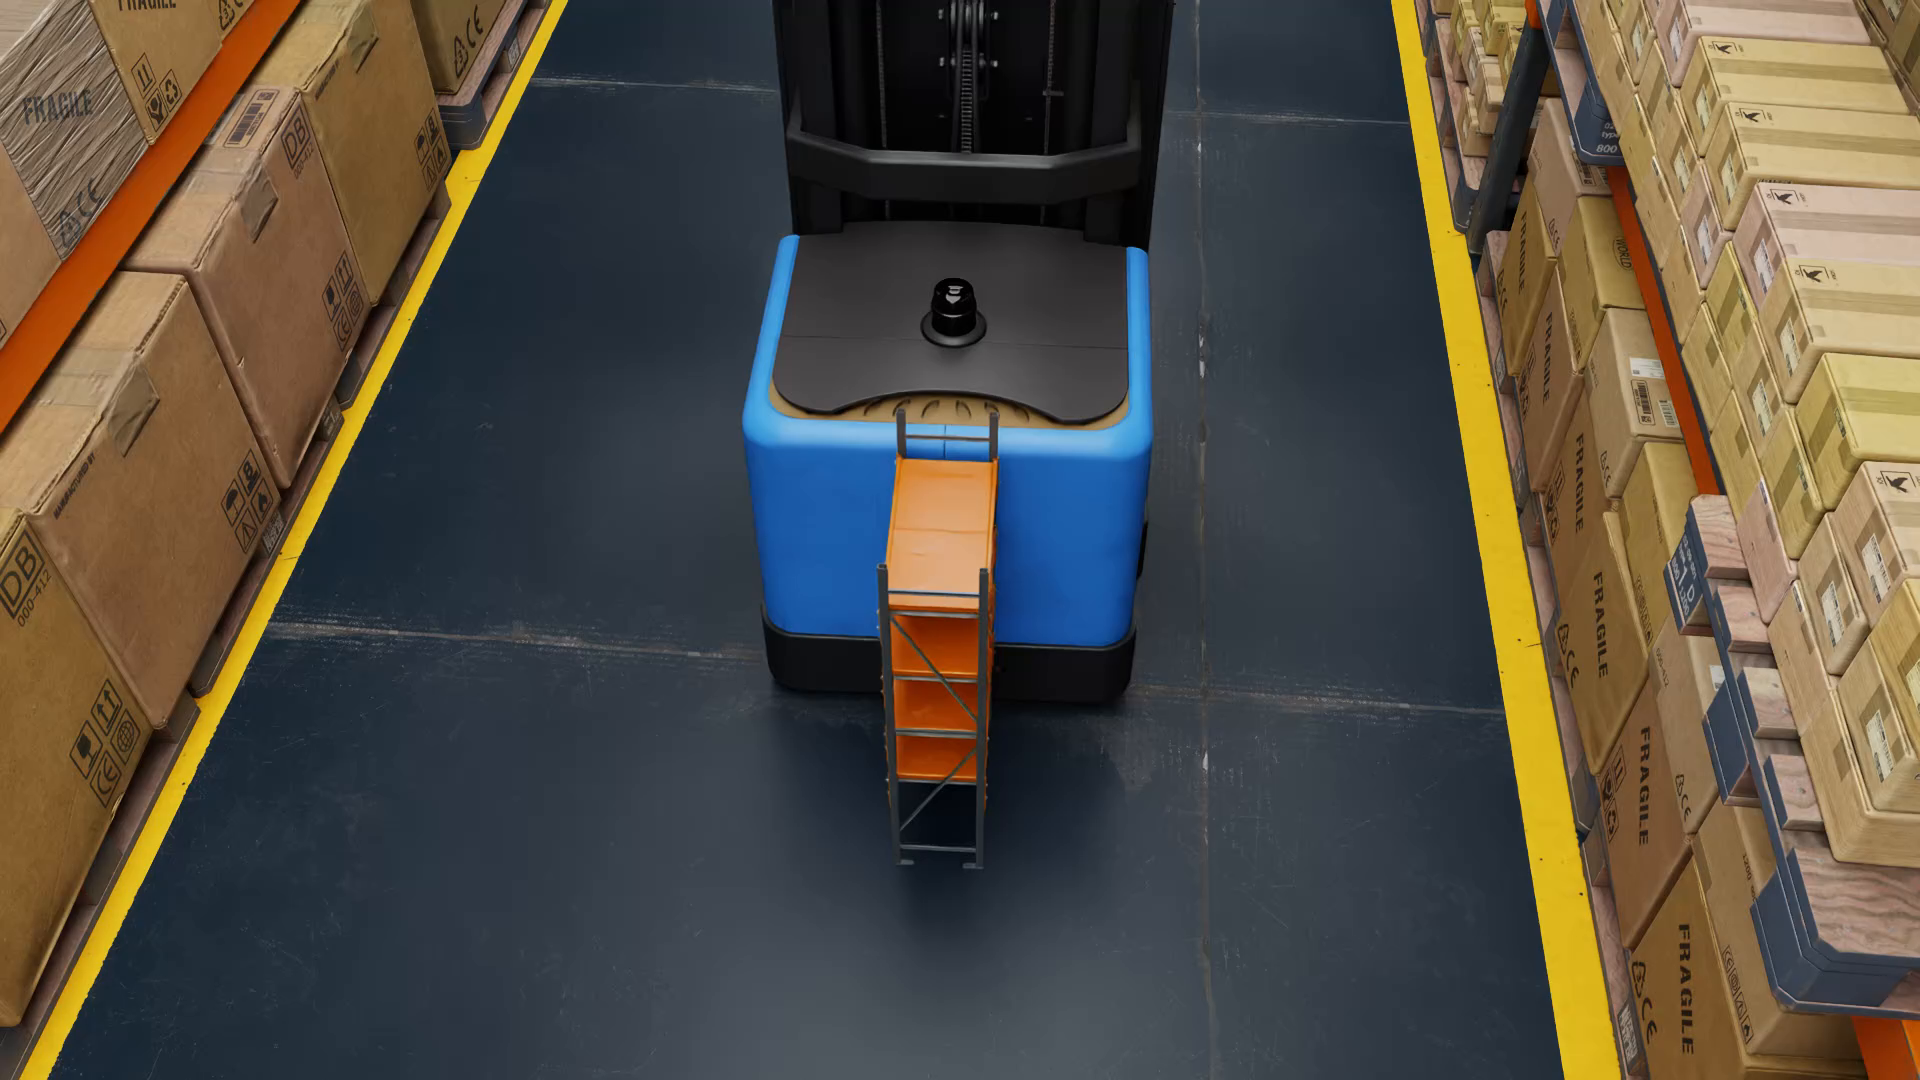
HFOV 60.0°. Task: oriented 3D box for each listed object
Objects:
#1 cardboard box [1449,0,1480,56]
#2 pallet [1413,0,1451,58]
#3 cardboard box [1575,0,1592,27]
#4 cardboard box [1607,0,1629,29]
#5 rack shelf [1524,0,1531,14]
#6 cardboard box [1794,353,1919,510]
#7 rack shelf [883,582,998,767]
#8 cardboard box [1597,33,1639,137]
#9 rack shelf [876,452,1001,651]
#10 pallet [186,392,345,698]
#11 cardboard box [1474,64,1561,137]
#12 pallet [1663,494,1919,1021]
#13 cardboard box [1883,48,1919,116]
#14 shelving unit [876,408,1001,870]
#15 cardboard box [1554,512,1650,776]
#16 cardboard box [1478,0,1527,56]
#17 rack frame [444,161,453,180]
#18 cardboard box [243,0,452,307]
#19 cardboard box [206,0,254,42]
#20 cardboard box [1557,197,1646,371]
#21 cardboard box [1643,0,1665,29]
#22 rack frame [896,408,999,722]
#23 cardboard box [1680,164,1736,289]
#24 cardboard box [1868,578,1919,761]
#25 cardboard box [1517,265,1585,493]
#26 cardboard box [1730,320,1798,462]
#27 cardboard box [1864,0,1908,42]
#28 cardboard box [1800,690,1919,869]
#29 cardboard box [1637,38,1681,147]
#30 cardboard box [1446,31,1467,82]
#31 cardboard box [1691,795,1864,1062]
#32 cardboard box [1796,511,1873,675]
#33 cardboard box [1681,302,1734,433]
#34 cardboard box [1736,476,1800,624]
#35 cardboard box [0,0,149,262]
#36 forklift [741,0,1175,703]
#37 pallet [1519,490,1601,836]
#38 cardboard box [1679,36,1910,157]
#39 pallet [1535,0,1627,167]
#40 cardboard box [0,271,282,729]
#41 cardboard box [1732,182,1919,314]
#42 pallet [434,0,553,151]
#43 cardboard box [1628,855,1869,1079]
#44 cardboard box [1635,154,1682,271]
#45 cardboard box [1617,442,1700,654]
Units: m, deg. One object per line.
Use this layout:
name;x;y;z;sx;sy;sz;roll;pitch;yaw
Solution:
cardboard box;2.139;-2.018;6.508;0.380;0.149;0.250;2;48;2
pallet;2.542;-2.541;7.431;1.003;0.211;1.213;4;48;4
cardboard box;1.867;-1.498;4.473;0.380;0.149;0.250;4;48;4
cardboard box;1.846;-1.414;4.195;0.380;0.149;0.250;2;48;2
rack shelf;2.590;-3.314;6.736;1.077;0.370;4.000;4;48;4
cardboard box;1.680;-0.173;2.858;0.380;0.149;0.250;5;48;5
rack shelf;-0.044;0.331;4.225;0.258;0.148;0.480;2;48;2
cardboard box;1.821;-1.126;4.133;0.380;0.149;0.250;2;48;2
rack shelf;-0.044;0.020;3.886;0.258;0.148;0.480;2;48;2
pallet;-2.627;-0.083;5.183;1.003;0.211;1.213;4;48;4
cardboard box;2.119;-1.620;6.145;0.380;0.149;0.250;5;48;4
pallet;2.002;0.386;2.994;1.213;0.211;1.003;4;48;4
cardboard box;2.478;-1.076;4.087;0.380;0.149;0.250;2;48;2
shelving unit;-0.044;0.286;4.176;0.258;1.200;0.503;2;48;2
cardboard box;1.925;0.282;4.369;0.500;0.500;0.500;2;48;2
cardboard box;2.164;-1.937;6.233;0.380;0.149;0.250;4;48;4
rack frame;-2.523;-2.495;5.499;1.000;3.000;0.127;4;48;4
cardboard box;-2.561;-1.448;5.697;1.225;0.875;0.875;4;48;4
cardboard box;-2.345;-1.803;4.799;0.500;0.500;0.500;5;48;5
cardboard box;2.031;-0.722;4.778;0.500;0.250;0.500;5;48;5
cardboard box;1.820;-1.321;3.908;0.380;0.149;0.250;4;48;3
rack frame;-0.030;0.106;4.340;0.240;1.200;0.015;2;48;2
cardboard box;1.750;-0.647;3.493;0.380;0.149;0.250;5;48;5
cardboard box;1.631;0.204;2.514;0.380;0.149;0.250;2;48;2
cardboard box;2.029;-0.471;5.058;0.500;0.500;0.500;6;48;5
cardboard box;1.702;-0.272;3.150;0.380;0.149;0.250;4;48;4
cardboard box;2.499;-1.362;4.147;0.380;0.149;0.250;2;48;2
cardboard box;1.630;0.402;2.735;0.380;0.149;0.250;5;48;4
cardboard box;1.799;-1.021;3.835;0.380;0.149;0.250;3;48;3
cardboard box;2.171;-1.962;6.659;0.380;0.149;0.250;2;48;2
cardboard box;1.844;0.781;3.404;0.500;0.250;0.500;3;48;3
cardboard box;1.657;0.105;2.805;0.380;0.149;0.250;5;48;5
cardboard box;1.727;-0.350;3.423;0.380;0.149;0.250;2;48;2
cardboard box;1.677;0.031;3.075;0.380;0.149;0.250;5;48;4
cardboard box;-2.437;-1.051;4.111;0.500;0.500;0.500;4;48;4
forklift;0.049;-1.610;4.737;1.130;2.935;3.031;2;48;2
pallet;2.229;0.325;4.810;1.003;0.211;1.213;4;48;4
cardboard box;1.776;-0.938;3.557;0.380;0.149;0.250;5;48;5
pallet;2.193;-1.470;4.692;1.003;0.211;1.213;4;48;4
cardboard box;-2.715;-0.140;4.501;1.225;0.875;0.875;4;48;4
cardboard box;1.728;-0.547;3.200;0.380;0.149;0.250;4;48;4
pallet;-2.376;-2.107;7.034;1.003;0.211;1.213;4;48;4
cardboard box;1.842;1.053;3.664;0.500;0.500;0.500;4;48;3
cardboard box;1.774;-0.741;3.780;0.380;0.149;0.250;2;48;2
cardboard box;1.941;0.037;4.085;0.500;0.250;0.500;5;48;4
